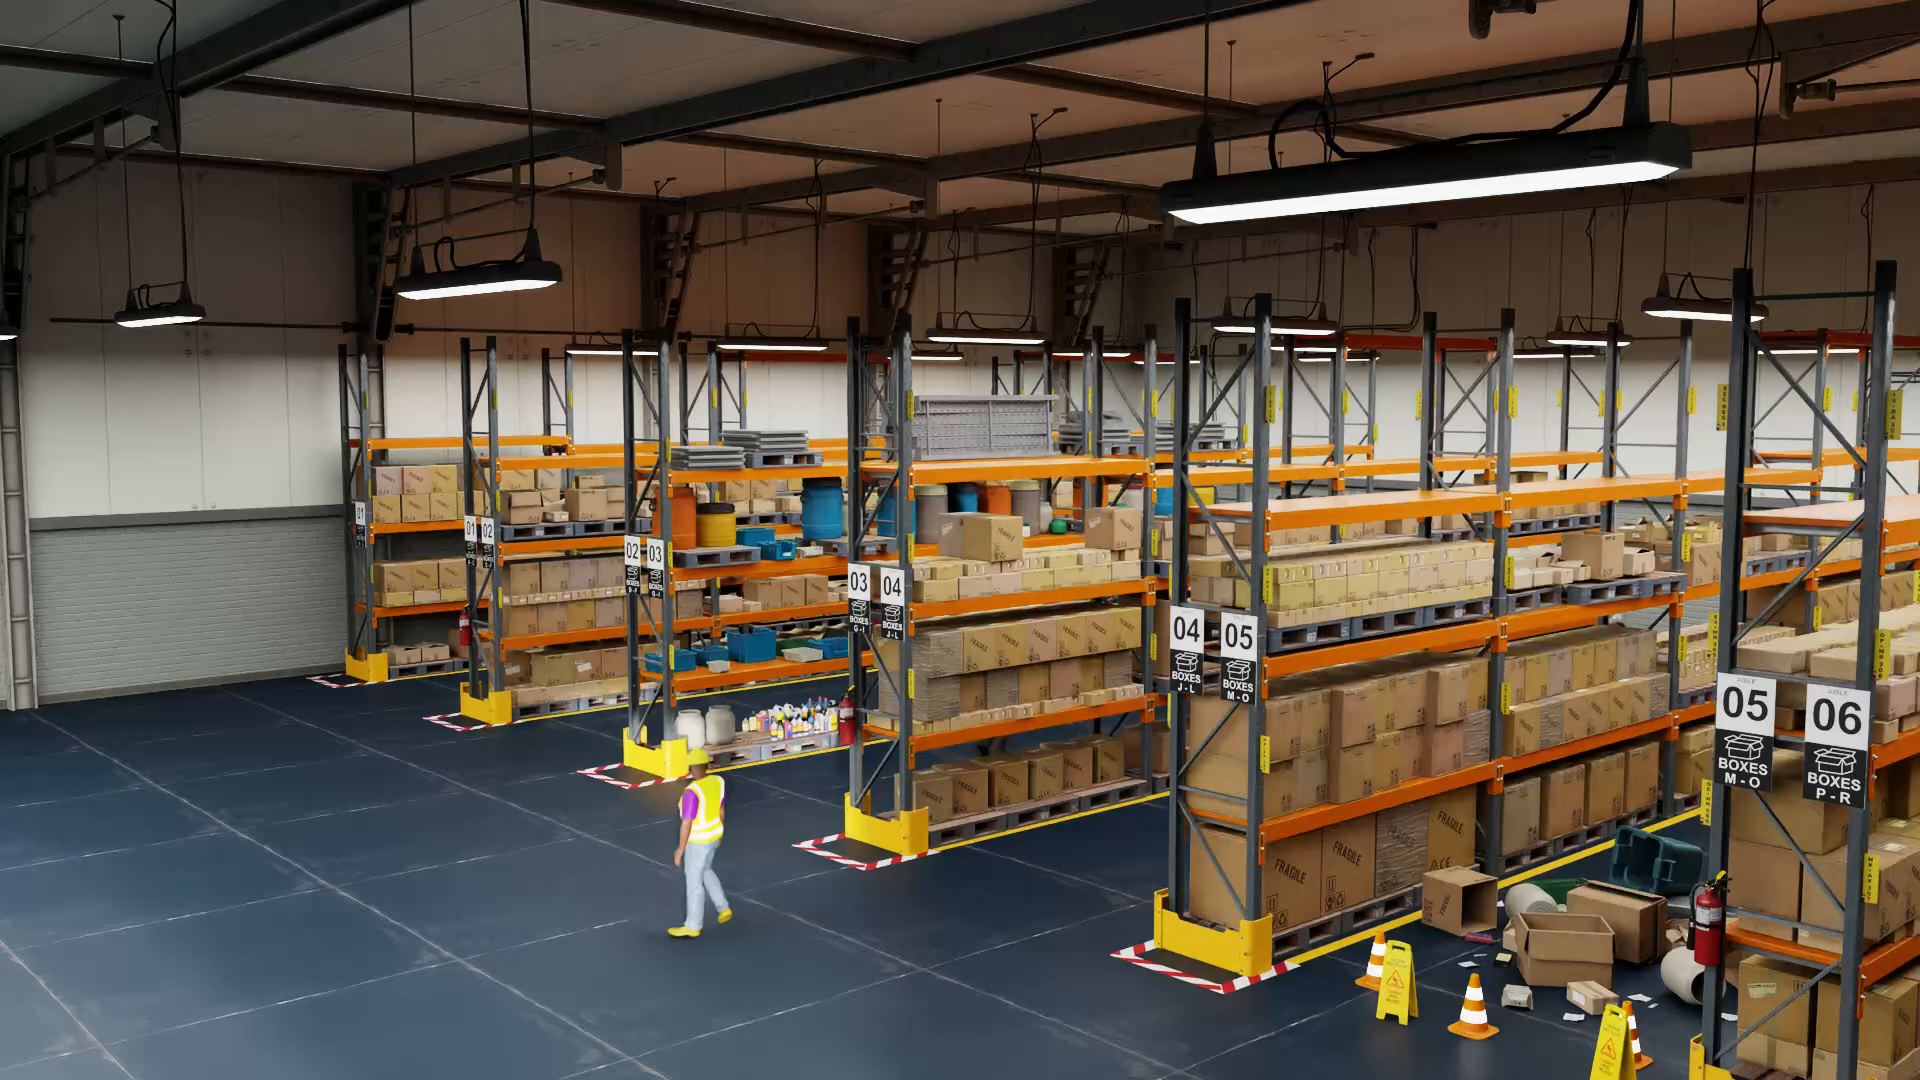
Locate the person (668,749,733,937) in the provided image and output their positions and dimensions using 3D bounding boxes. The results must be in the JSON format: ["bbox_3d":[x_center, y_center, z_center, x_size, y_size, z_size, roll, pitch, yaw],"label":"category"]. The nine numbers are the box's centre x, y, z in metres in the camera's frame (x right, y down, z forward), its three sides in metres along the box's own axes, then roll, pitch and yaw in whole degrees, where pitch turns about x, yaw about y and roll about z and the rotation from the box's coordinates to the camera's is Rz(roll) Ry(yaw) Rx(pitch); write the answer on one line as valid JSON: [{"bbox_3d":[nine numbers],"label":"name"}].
[{"bbox_3d":[-2.468,2.855,15.839,0.499,1.771,0.649,2,5,20],"label":"person"}]

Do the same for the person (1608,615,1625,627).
[{"bbox_3d":[10.396,1.991,26.413,0.554,1.619,0.940,4,7,38],"label":"person"}]

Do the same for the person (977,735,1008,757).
[{"bbox_3d":[0.508,2.252,22.884,0.524,1.702,0.508,-1,5,-7],"label":"person"}]
